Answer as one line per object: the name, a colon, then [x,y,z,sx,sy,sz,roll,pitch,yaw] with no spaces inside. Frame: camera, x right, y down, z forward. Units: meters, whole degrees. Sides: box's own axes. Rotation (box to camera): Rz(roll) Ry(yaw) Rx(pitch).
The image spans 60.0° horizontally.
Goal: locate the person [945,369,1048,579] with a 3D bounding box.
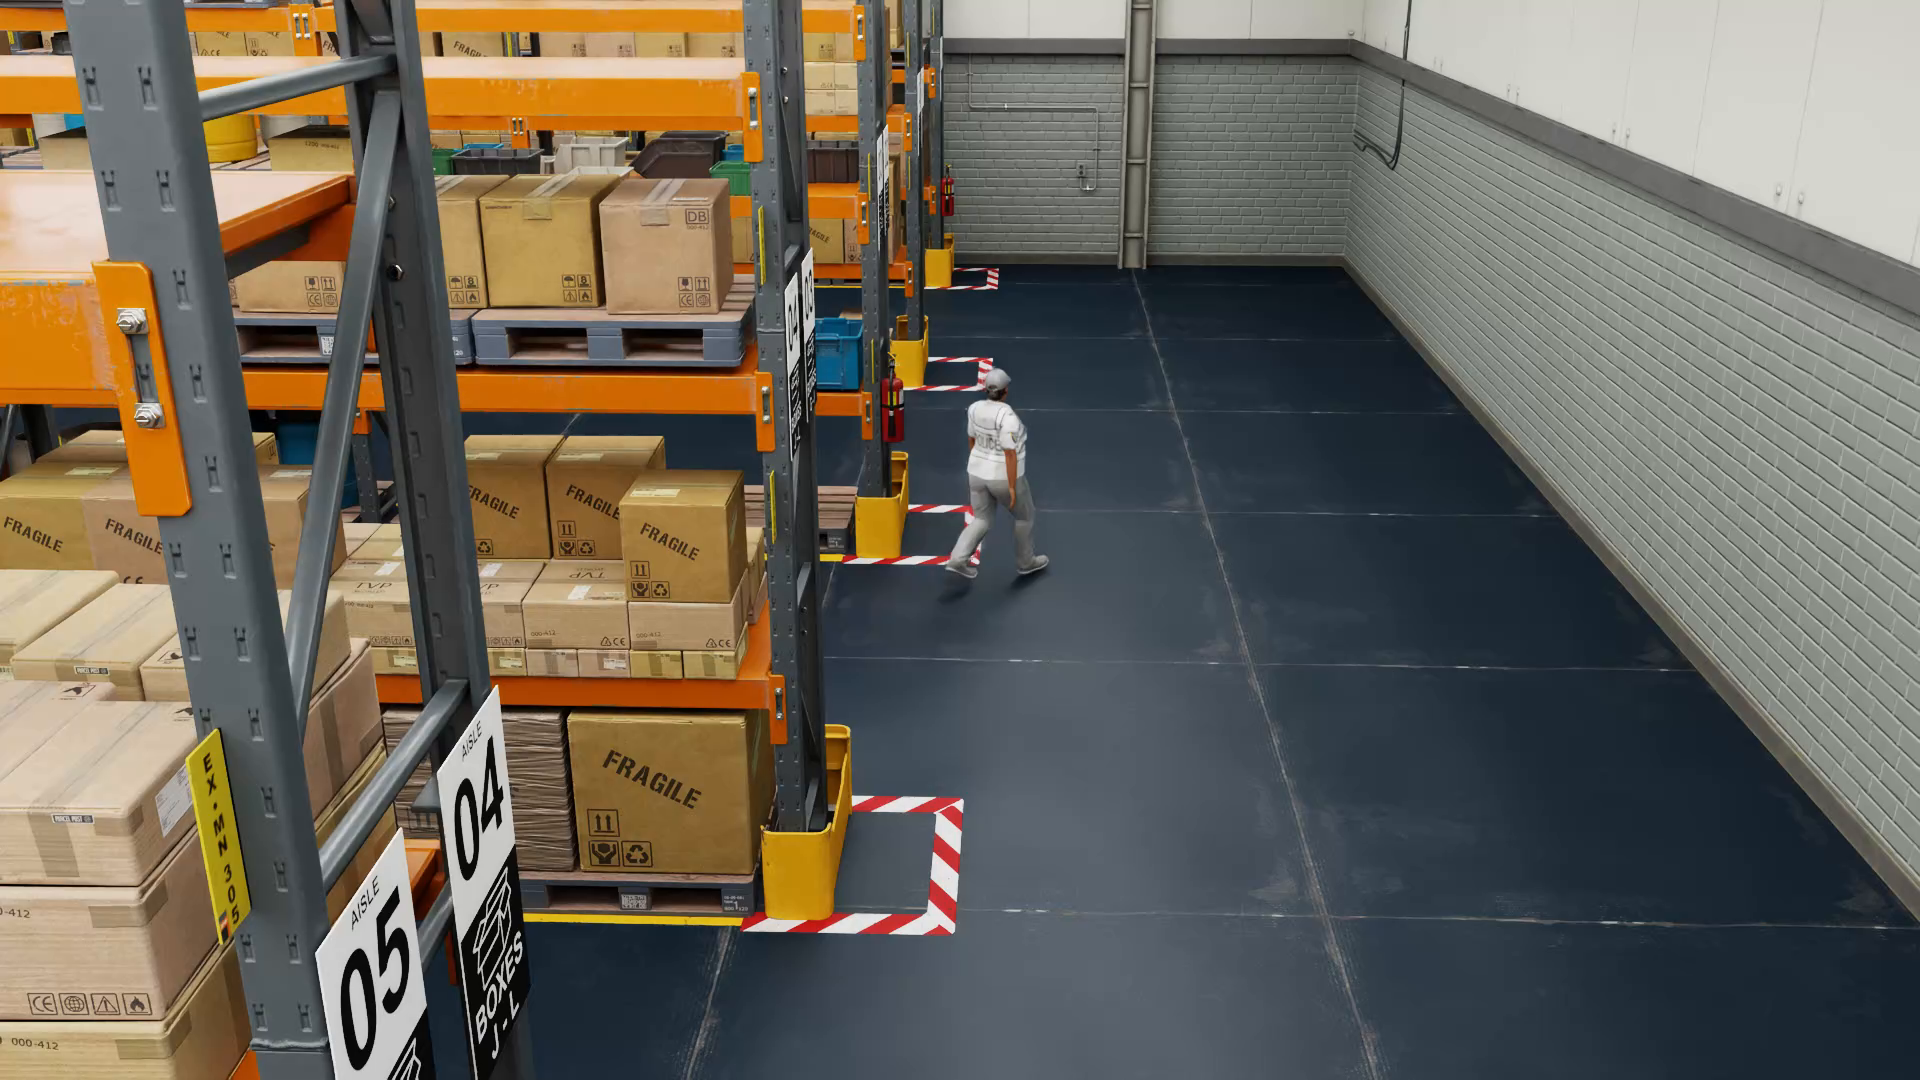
person: [0.274,-0.479,12.315,0.512,1.622,0.913,19,28,40]
